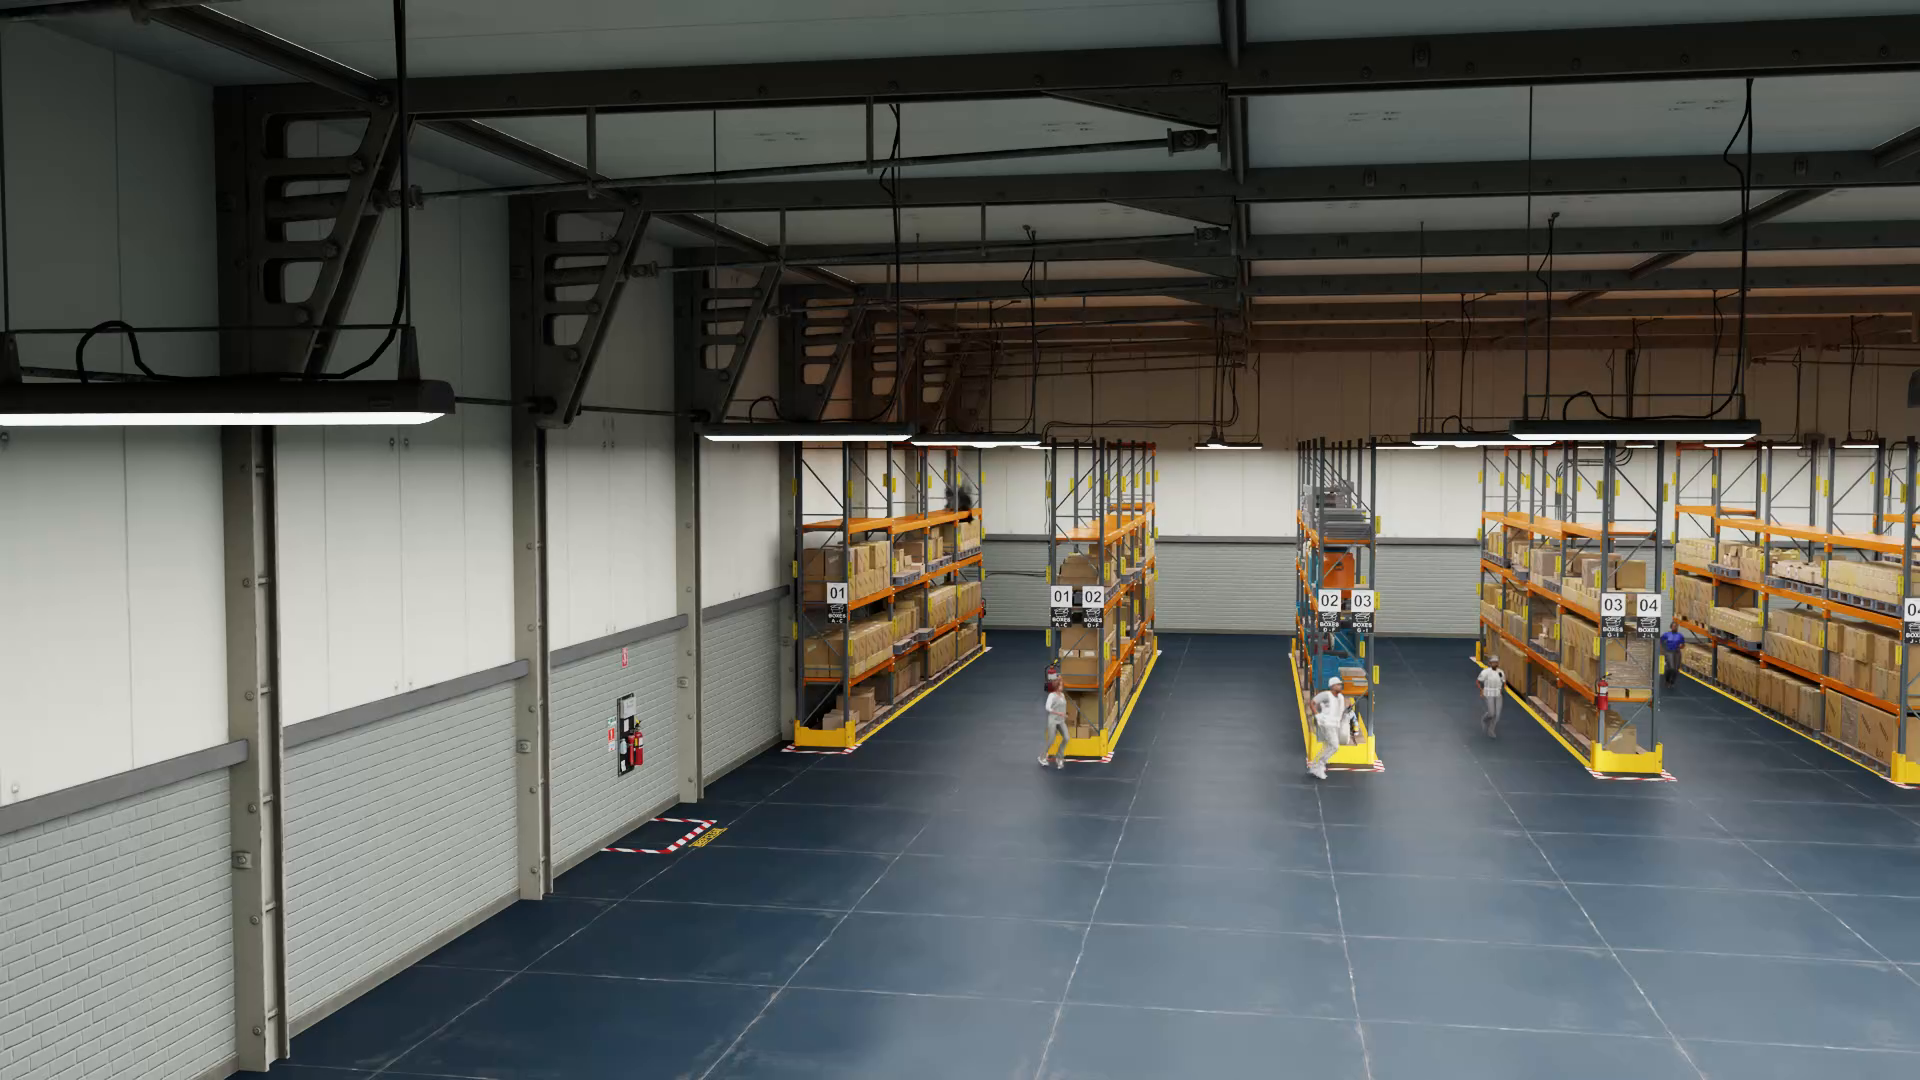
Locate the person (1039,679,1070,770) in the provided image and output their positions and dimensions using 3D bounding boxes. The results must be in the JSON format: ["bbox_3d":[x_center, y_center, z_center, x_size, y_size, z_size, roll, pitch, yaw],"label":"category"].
[{"bbox_3d":[1.764,3.334,30.198,0.599,1.600,0.632,-3,4,-41],"label":"person"}]

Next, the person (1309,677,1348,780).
[{"bbox_3d":[6.524,3.296,29.283,0.653,1.768,0.713,3,4,44],"label":"person"}]

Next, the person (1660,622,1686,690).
[{"bbox_3d":[17.114,2.796,39.906,0.555,1.628,0.660,0,3,7],"label":"person"}]

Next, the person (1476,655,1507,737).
[{"bbox_3d":[10.686,3.131,33.305,0.567,1.659,0.549,0,3,-1],"label":"person"}]
